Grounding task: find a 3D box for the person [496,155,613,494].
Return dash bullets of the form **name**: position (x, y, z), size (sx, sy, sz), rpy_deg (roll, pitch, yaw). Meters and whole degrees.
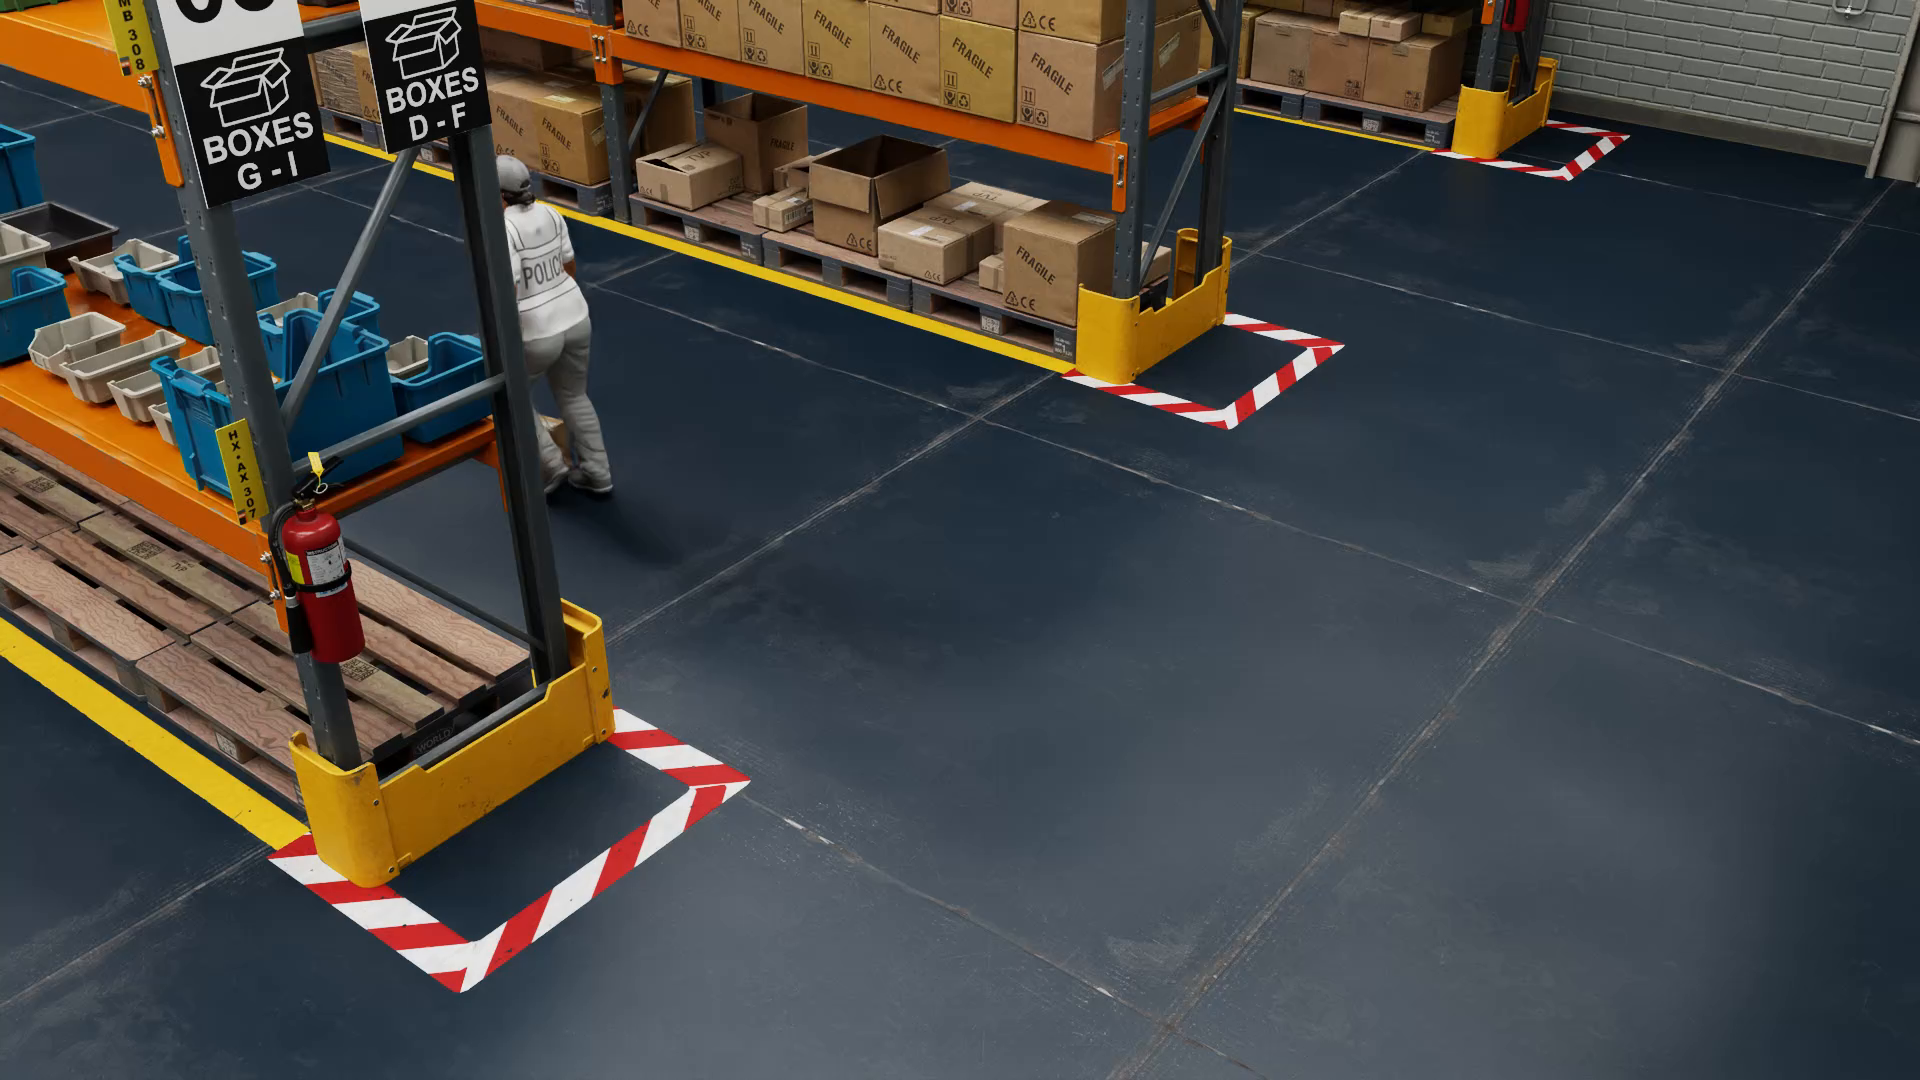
- **person**: position (-1.947, -0.944, 7.730), size (0.533, 1.681, 0.563), rpy_deg (18, 35, 27)
